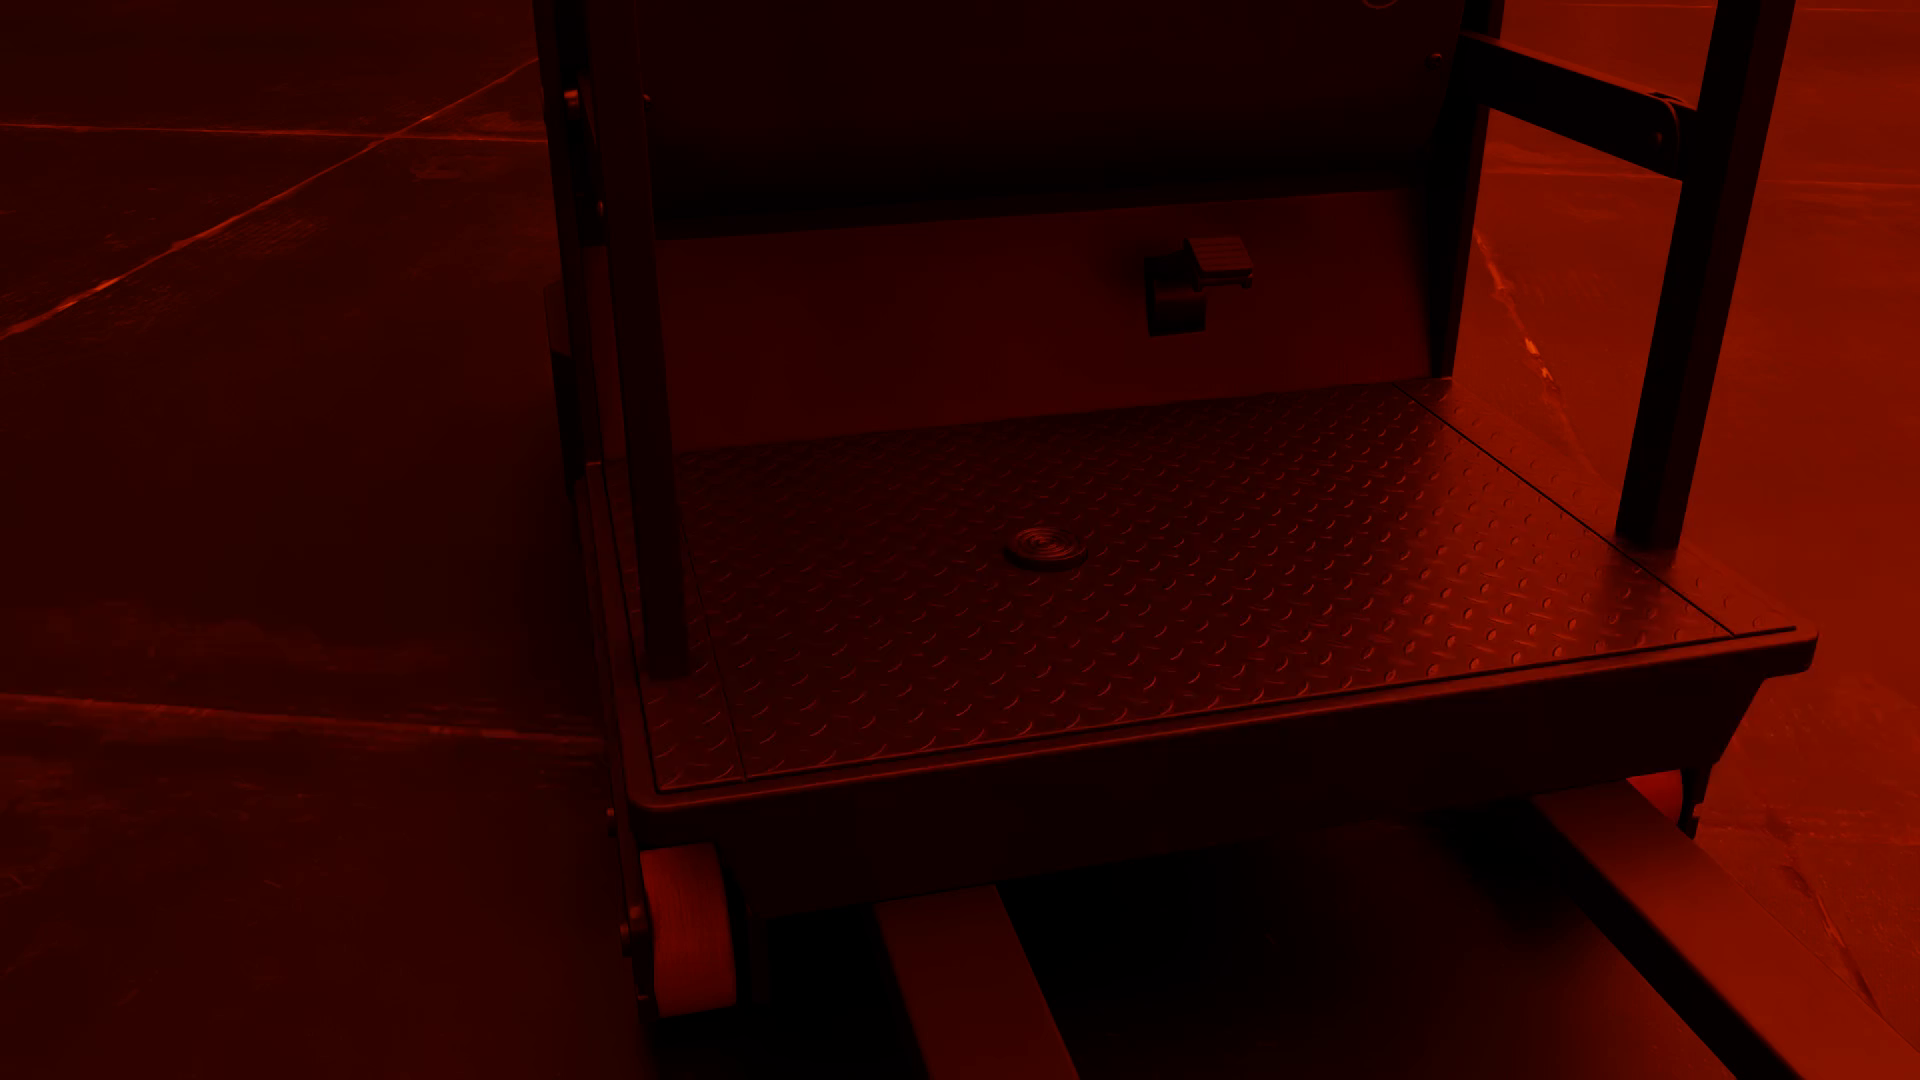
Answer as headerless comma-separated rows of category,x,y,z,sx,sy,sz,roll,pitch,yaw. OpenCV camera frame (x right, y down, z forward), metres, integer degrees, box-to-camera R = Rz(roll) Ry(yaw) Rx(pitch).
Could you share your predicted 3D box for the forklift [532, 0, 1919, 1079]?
forklift,0.153,-1.049,1.319,1.130,2.935,3.031,-7,27,-13
